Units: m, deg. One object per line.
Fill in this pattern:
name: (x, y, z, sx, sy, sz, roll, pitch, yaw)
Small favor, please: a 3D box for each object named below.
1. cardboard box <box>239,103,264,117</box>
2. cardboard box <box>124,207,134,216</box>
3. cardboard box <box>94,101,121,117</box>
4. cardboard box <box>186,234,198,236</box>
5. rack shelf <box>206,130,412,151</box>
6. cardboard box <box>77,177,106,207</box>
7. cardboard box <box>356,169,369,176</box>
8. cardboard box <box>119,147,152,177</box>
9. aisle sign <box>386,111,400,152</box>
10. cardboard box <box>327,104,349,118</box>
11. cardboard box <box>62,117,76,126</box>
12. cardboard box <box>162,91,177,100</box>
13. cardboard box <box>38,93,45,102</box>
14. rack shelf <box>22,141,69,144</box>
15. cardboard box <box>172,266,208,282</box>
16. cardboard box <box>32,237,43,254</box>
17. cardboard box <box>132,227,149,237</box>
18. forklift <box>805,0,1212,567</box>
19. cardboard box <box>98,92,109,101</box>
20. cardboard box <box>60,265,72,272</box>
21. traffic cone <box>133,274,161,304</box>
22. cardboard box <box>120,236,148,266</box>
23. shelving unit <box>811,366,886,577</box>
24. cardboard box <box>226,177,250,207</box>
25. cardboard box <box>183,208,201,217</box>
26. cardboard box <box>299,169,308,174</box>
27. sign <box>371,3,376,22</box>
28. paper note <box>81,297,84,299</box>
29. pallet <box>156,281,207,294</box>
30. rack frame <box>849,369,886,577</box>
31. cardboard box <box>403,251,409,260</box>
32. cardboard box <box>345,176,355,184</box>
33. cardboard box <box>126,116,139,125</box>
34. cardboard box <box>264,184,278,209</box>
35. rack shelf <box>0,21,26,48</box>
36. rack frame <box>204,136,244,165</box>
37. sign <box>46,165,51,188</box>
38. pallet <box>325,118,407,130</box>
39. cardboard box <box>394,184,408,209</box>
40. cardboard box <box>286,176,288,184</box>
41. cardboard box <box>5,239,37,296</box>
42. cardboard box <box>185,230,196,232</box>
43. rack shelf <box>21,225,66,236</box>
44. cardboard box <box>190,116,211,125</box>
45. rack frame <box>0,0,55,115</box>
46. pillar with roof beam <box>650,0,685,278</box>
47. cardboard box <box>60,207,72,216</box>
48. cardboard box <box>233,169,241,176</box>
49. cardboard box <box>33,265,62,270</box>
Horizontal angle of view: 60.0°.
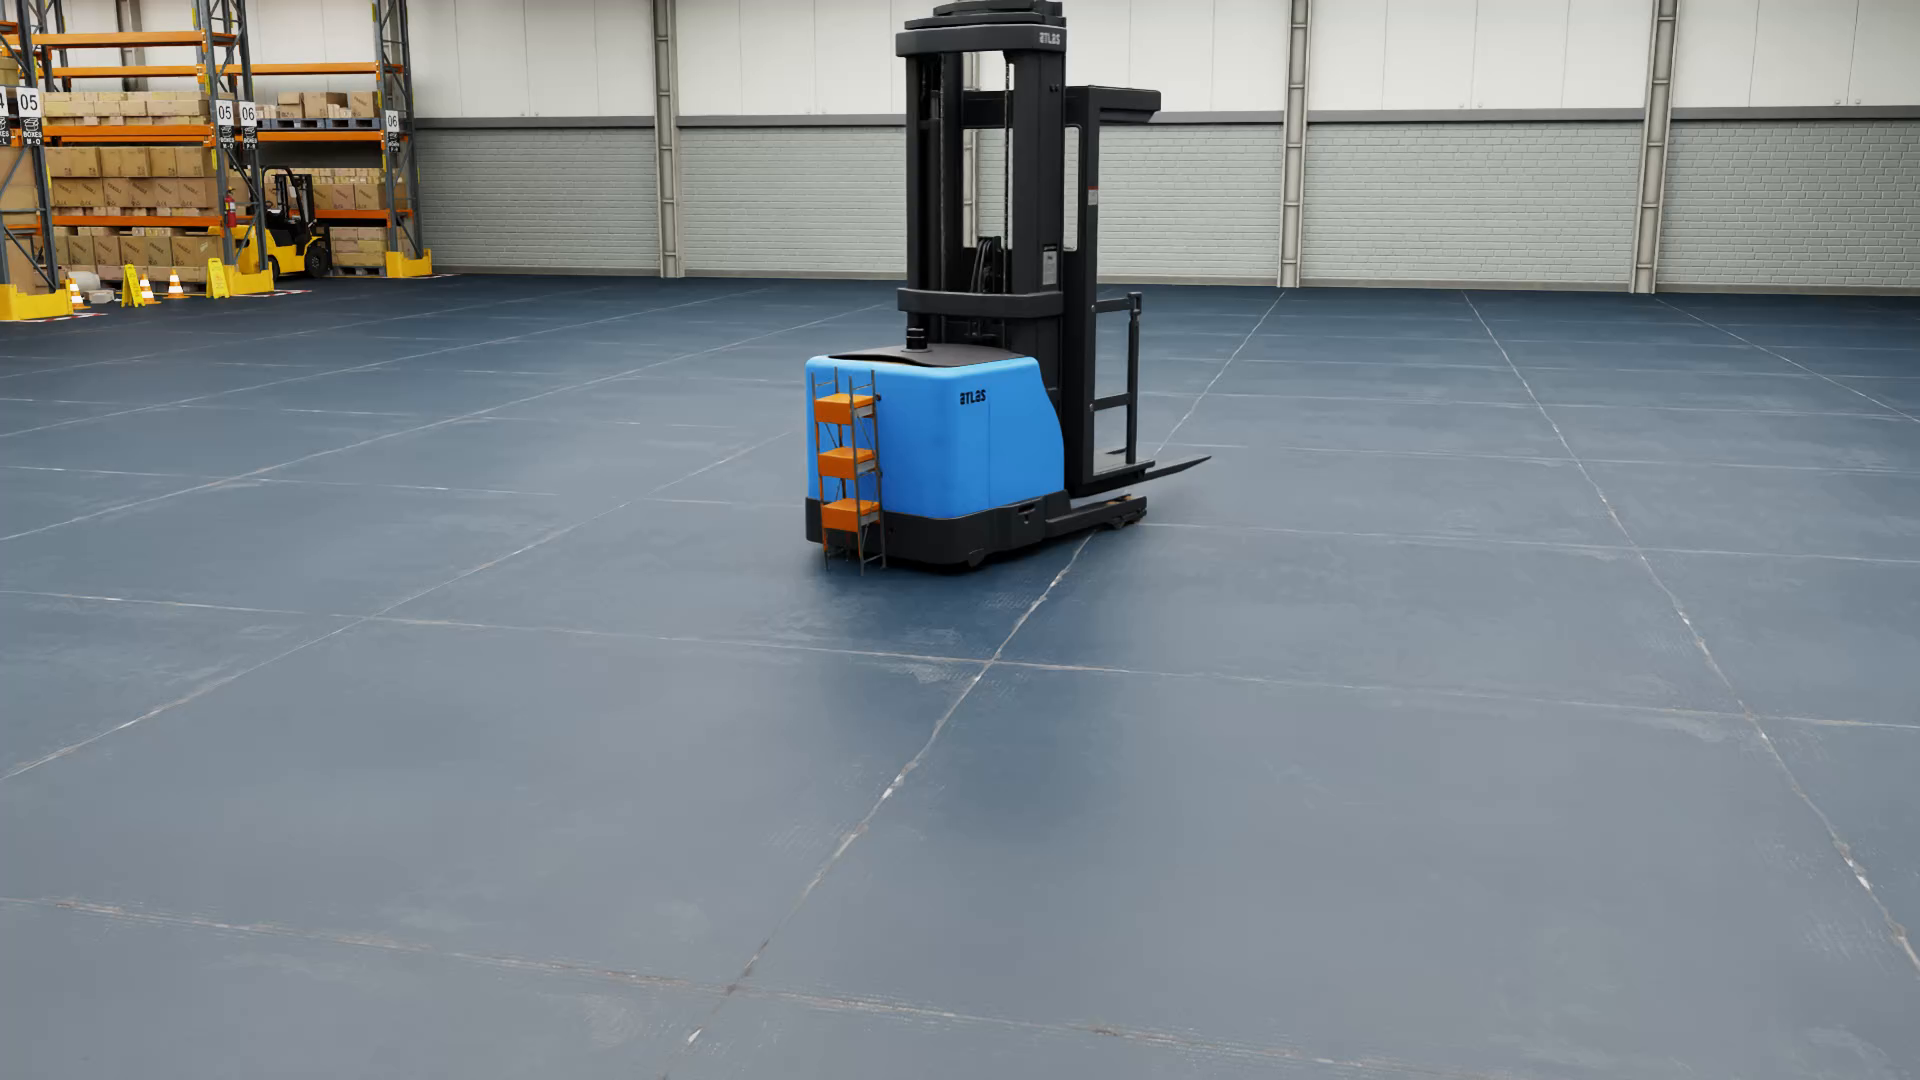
cardboard box: (-14.191, -8.554, 33.168, 0.500, 0.311, 0.500, 3, 13, 15)
cardboard box: (-14.136, -5.657, 28.612, 0.250, 0.149, 0.380, 3, 13, 14)
cardboard box: (-14.288, -7.307, 28.199, 0.500, 0.250, 0.500, 3, 13, 14)
cardboard box: (-13.491, -5.078, 29.069, 0.500, 0.500, 0.500, 3, 13, 11)
rack shelf: (-12.999, -7.983, 33.251, 4.000, 0.370, 1.077, 3, 13, 14)
cardboard box: (-14.788, -5.992, 28.625, 0.500, 0.500, 0.500, 3, 13, 13)
cardboard box: (-11.702, -7.257, 32.829, 0.250, 0.149, 0.380, 3, 13, 14)
cardboard box: (-13.800, -6.418, 28.233, 0.500, 0.500, 0.700, 3, 13, 13)
aisle sign: (-11.063, -7.970, 32.455, 0.004, 0.787, 0.394, 3, 13, 14)
cardboard box: (-12.180, -8.411, 32.628, 0.258, 0.266, 0.396, 3, 13, 14)
cardboard box: (-15.141, -7.167, 28.493, 0.250, 0.149, 0.380, 3, 13, 15)
cardboard box: (-13.135, -7.440, 27.878, 0.250, 0.149, 0.380, 3, 13, 13)
cardboard box: (-15.639, -7.568, 28.460, 0.250, 0.149, 0.380, 3, 13, 15)
rack shelf: (-20.766, -8.398, 35.122, 4.000, 0.370, 1.077, 3, 13, 14)
cardboard box: (-13.115, -4.572, 28.516, 0.500, 0.250, 0.500, 3, 13, 13)
cardboard box: (-19.286, -6.143, 35.021, 0.500, 0.500, 0.500, 3, 13, 15)
cardboard box: (-13.954, -5.287, 28.513, 0.250, 0.149, 0.380, 4, 13, 16)
forklift: (0.459, -1.553, 9.690, 1.130, 2.935, 3.031, 10, 16, 37)
cardboard box: (-14.369, -7.513, 28.207, 0.250, 0.149, 0.380, 3, 13, 15)
cardboard box: (-15.618, -4.705, 29.118, 0.500, 0.250, 0.500, 2, 13, 11)
traffic cone: (-12.905, -3.984, 26.345, 0.334, 0.463, 0.336, 3, 13, 14)
cardboard box: (-14.079, -4.992, 28.679, 0.500, 0.500, 0.500, 3, 13, 12)
shelving unit: (-0.573, -0.355, 8.597, 0.252, 1.050, 0.215, 9, 19, 34)
cardboard box: (-12.636, -5.999, 28.655, 0.500, 0.500, 0.500, 3, 13, 13)
cardboard box: (-12.929, -5.564, 28.190, 0.250, 0.149, 0.380, 3, 13, 13)
cardboard box: (-12.946, -7.330, 33.154, 0.250, 0.149, 0.380, 3, 13, 14)
sign: (-11.201, -10.076, 31.759, 0.005, 0.325, 0.100, 3, 13, 14)
paper note: (-14.426, -3.973, 27.322, 0.142, 0.019, 0.148, 8, 15, 33)
pallet: (-13.097, -4.414, 28.868, 1.213, 0.211, 1.003, 3, 13, 14)
rack frame: (-0.473, -0.339, 8.528, 0.008, 1.050, 0.200, 9, 19, 34)
cardboard box: (-11.487, -5.695, 33.582, 0.500, 0.250, 0.500, 3, 13, 14)
cardboard box: (-11.953, -7.124, 32.915, 0.250, 0.149, 0.380, 3, 13, 15)
cardboard box: (-13.893, -7.096, 28.171, 0.250, 0.149, 0.380, 3, 13, 12)
cardboard box: (-13.571, -6.895, 33.380, 0.500, 0.500, 0.500, 3, 13, 13)
rack shelf: (-15.272, -7.162, 23.548, 4.000, 0.370, 1.077, 3, 13, 14)
rack frame: (-14.940, -6.974, 33.965, 0.127, 3.000, 1.000, 3, 13, 14)
sign: (-13.192, -5.254, 24.031, 0.005, 0.325, 0.100, 3, 13, 14)
pallet: (-11.737, -8.230, 32.904, 1.213, 0.211, 1.003, 3, 13, 14)
cardboard box: (-11.471, -6.899, 33.398, 0.500, 0.500, 0.500, 3, 13, 15)
cardboard box: (-13.458, -7.195, 33.234, 0.250, 0.149, 0.380, 3, 13, 12)
cardboard box: (-14.005, -3.865, 23.889, 0.875, 0.875, 0.875, 3, 13, 14)
cardboard box: (-16.201, -6.086, 34.477, 0.625, 0.625, 0.875, 3, 13, 13)
rack shelf: (-18.068, -5.682, 29.806, 4.000, 0.370, 1.077, 3, 13, 14)
cardboard box: (-12.656, -7.024, 27.845, 0.250, 0.149, 0.380, 3, 13, 14)
rack frame: (-16.126, -8.859, 28.610, 0.127, 3.000, 1.000, 3, 13, 14)
pillar with roof beam: (-6.723, -8.704, 27.913, 0.400, 9.000, 9.100, 3, 13, 14)
cardboard box: (-15.374, -5.714, 28.866, 0.250, 0.149, 0.380, 3, 13, 13)
cardboard box: (-14.422, -7.415, 33.538, 0.250, 0.149, 0.380, 3, 13, 14)
cardboard box: (-15.412, -4.369, 27.990, 0.500, 0.500, 0.500, -9, 15, -35)
